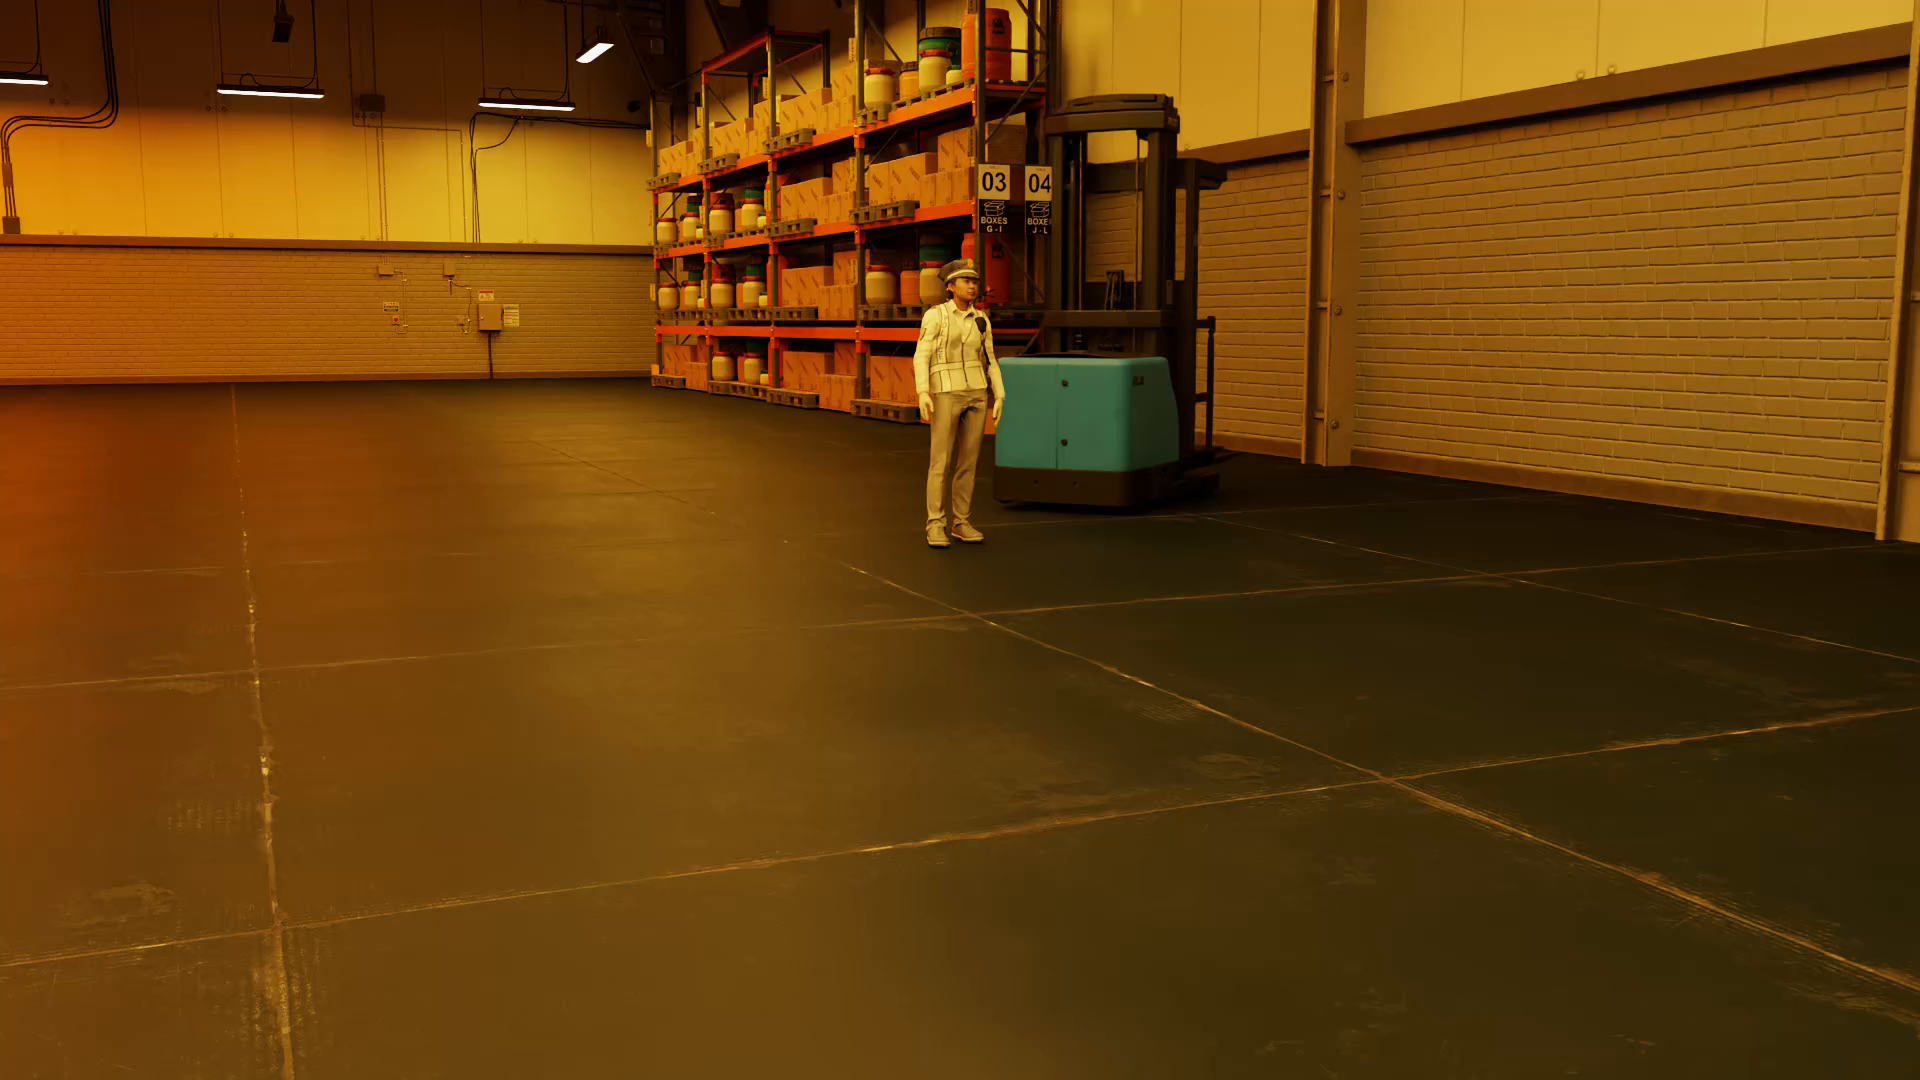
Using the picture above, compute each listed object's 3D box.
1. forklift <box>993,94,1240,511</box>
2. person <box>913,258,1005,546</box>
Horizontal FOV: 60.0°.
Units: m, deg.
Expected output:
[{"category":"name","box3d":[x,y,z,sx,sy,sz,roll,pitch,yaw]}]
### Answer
[{"category":"forklift","box3d":[1.360,-1.810,12.672,1.130,2.935,3.031,4,8,27]},{"category":"person","box3d":[0.021,-0.839,9.977,0.586,1.694,0.531,-3,8,-23]}]
